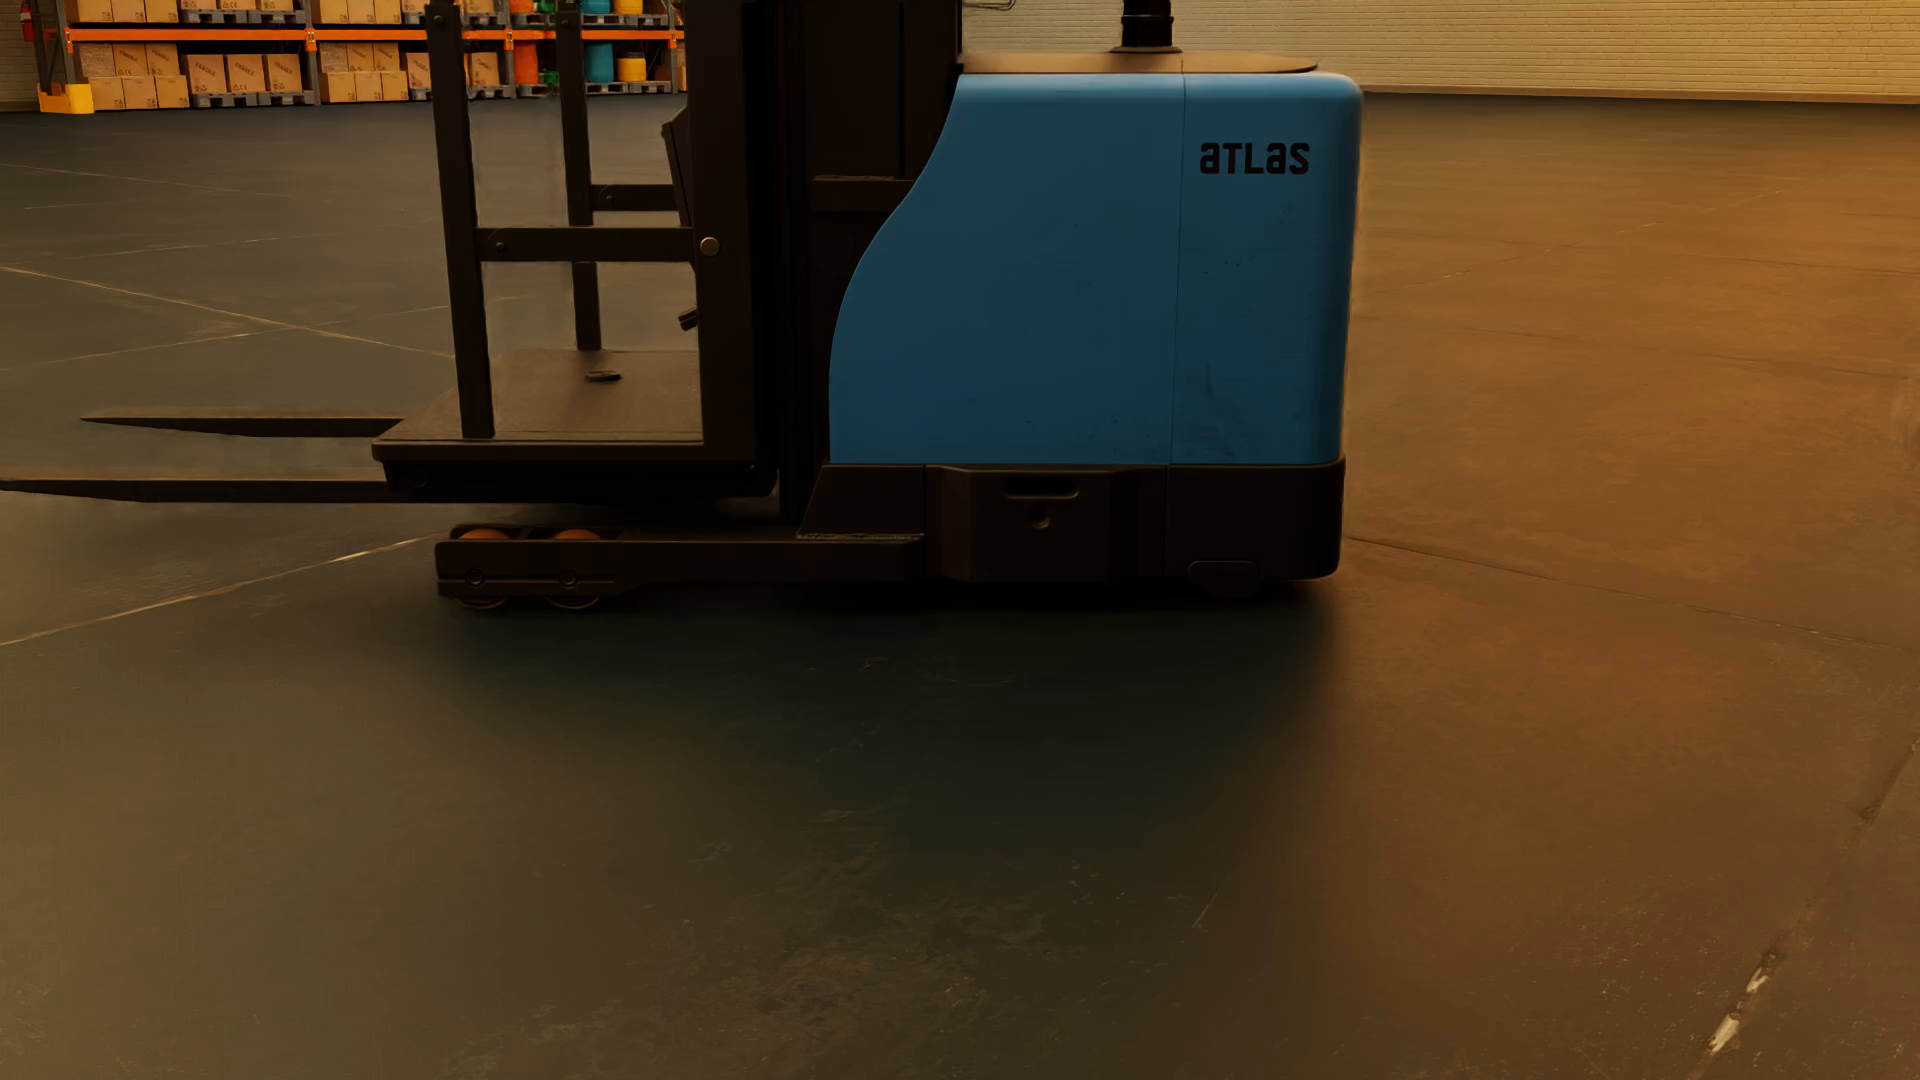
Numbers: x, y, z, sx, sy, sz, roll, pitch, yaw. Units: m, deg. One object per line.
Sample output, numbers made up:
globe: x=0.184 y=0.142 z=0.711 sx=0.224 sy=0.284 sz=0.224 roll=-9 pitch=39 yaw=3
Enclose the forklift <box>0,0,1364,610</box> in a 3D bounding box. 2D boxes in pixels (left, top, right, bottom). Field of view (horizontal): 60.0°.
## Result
forklift: x=-0.709 y=-1.410 z=3.541 sx=3.031 sy=2.935 sz=1.130 roll=0 pitch=17 yaw=1
